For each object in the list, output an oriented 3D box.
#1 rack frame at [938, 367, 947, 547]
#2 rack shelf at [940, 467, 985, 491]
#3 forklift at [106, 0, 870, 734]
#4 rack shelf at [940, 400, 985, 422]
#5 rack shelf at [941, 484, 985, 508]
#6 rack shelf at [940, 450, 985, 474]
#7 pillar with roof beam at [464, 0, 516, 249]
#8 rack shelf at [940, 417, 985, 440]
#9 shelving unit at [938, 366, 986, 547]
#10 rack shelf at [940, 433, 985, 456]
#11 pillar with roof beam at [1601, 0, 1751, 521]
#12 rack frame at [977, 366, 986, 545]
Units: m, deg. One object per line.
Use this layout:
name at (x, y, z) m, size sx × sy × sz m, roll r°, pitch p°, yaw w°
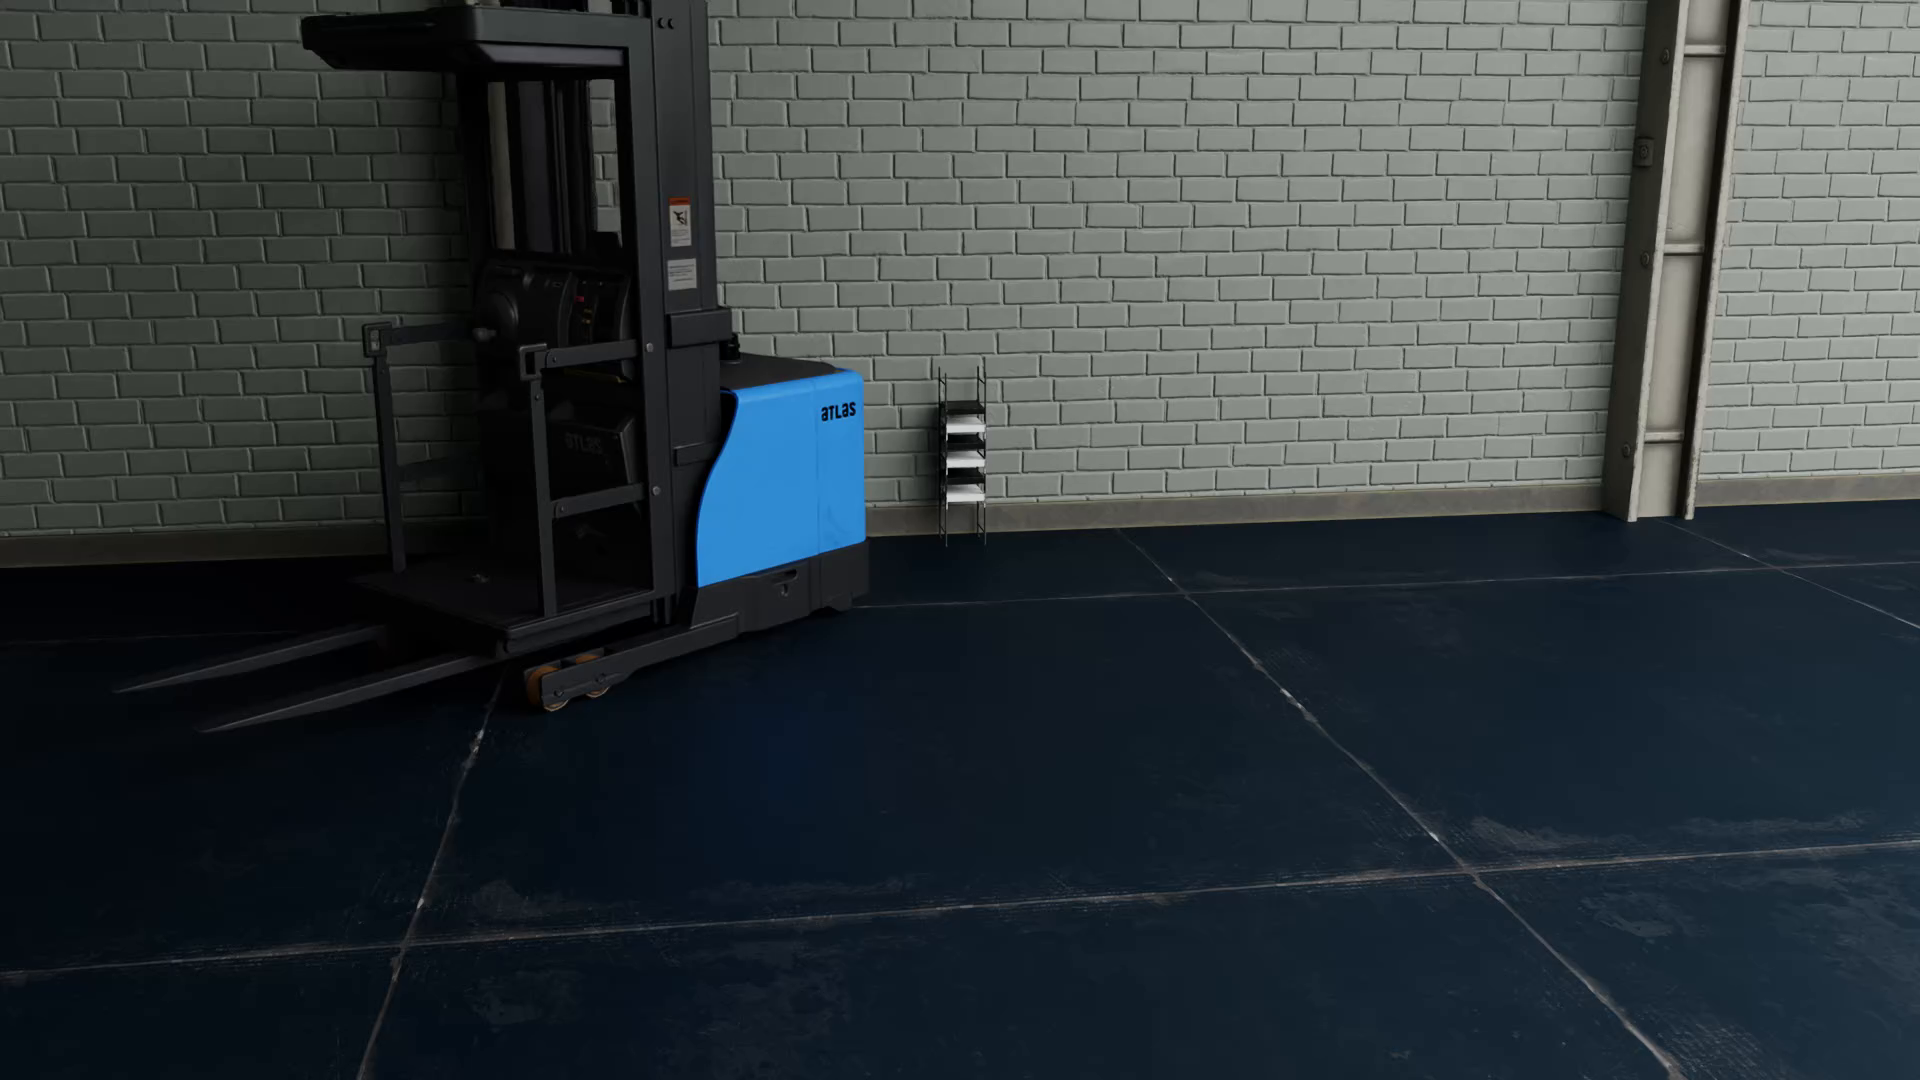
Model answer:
rack frame at (-0.089, -0.431, 8.590) m, size 0.006 × 0.900 × 0.240 m, roll -2°, pitch 14°, yaw -9°
rack shelf at (0.011, -0.315, 8.636) m, size 0.200 × 0.077 × 0.258 m, roll -2°, pitch 14°, yaw -9°
forklift at (-1.733, -0.922, 6.373) m, size 1.130 × 2.935 × 3.031 m, roll 11°, pitch 18°, yaw 38°
rack shelf at (0.011, -0.664, 8.548) m, size 0.200 × 0.077 × 0.258 m, roll -2°, pitch 14°, yaw -9°
rack shelf at (0.011, -0.228, 8.658) m, size 0.200 × 0.077 × 0.258 m, roll -2°, pitch 14°, yaw -9°
rack shelf at (0.011, -0.403, 8.614) m, size 0.200 × 0.077 × 0.258 m, roll -2°, pitch 14°, yaw -9°
pillar with roof beam at (-1.456, -3.258, 3.212) m, size 0.400 × 9.000 × 9.100 m, roll -2°, pitch 14°, yaw -8°
rack shelf at (0.011, -0.577, 8.570) m, size 0.200 × 0.077 × 0.258 m, roll -2°, pitch 14°, yaw -9°
shelving unit at (0.011, -0.435, 8.606) m, size 0.210 × 0.900 × 0.258 m, roll -2°, pitch 14°, yaw -9°
rack shelf at (0.011, -0.490, 8.592) m, size 0.200 × 0.077 × 0.258 m, roll -2°, pitch 14°, yaw -9°
pillar with roof beam at (4.477, -3.475, 4.079) m, size 0.400 × 9.000 × 9.100 m, roll -2°, pitch 14°, yaw -8°
rack frame at (0.111, -0.439, 8.622) m, size 0.006 × 0.900 × 0.240 m, roll -2°, pitch 14°, yaw -9°
